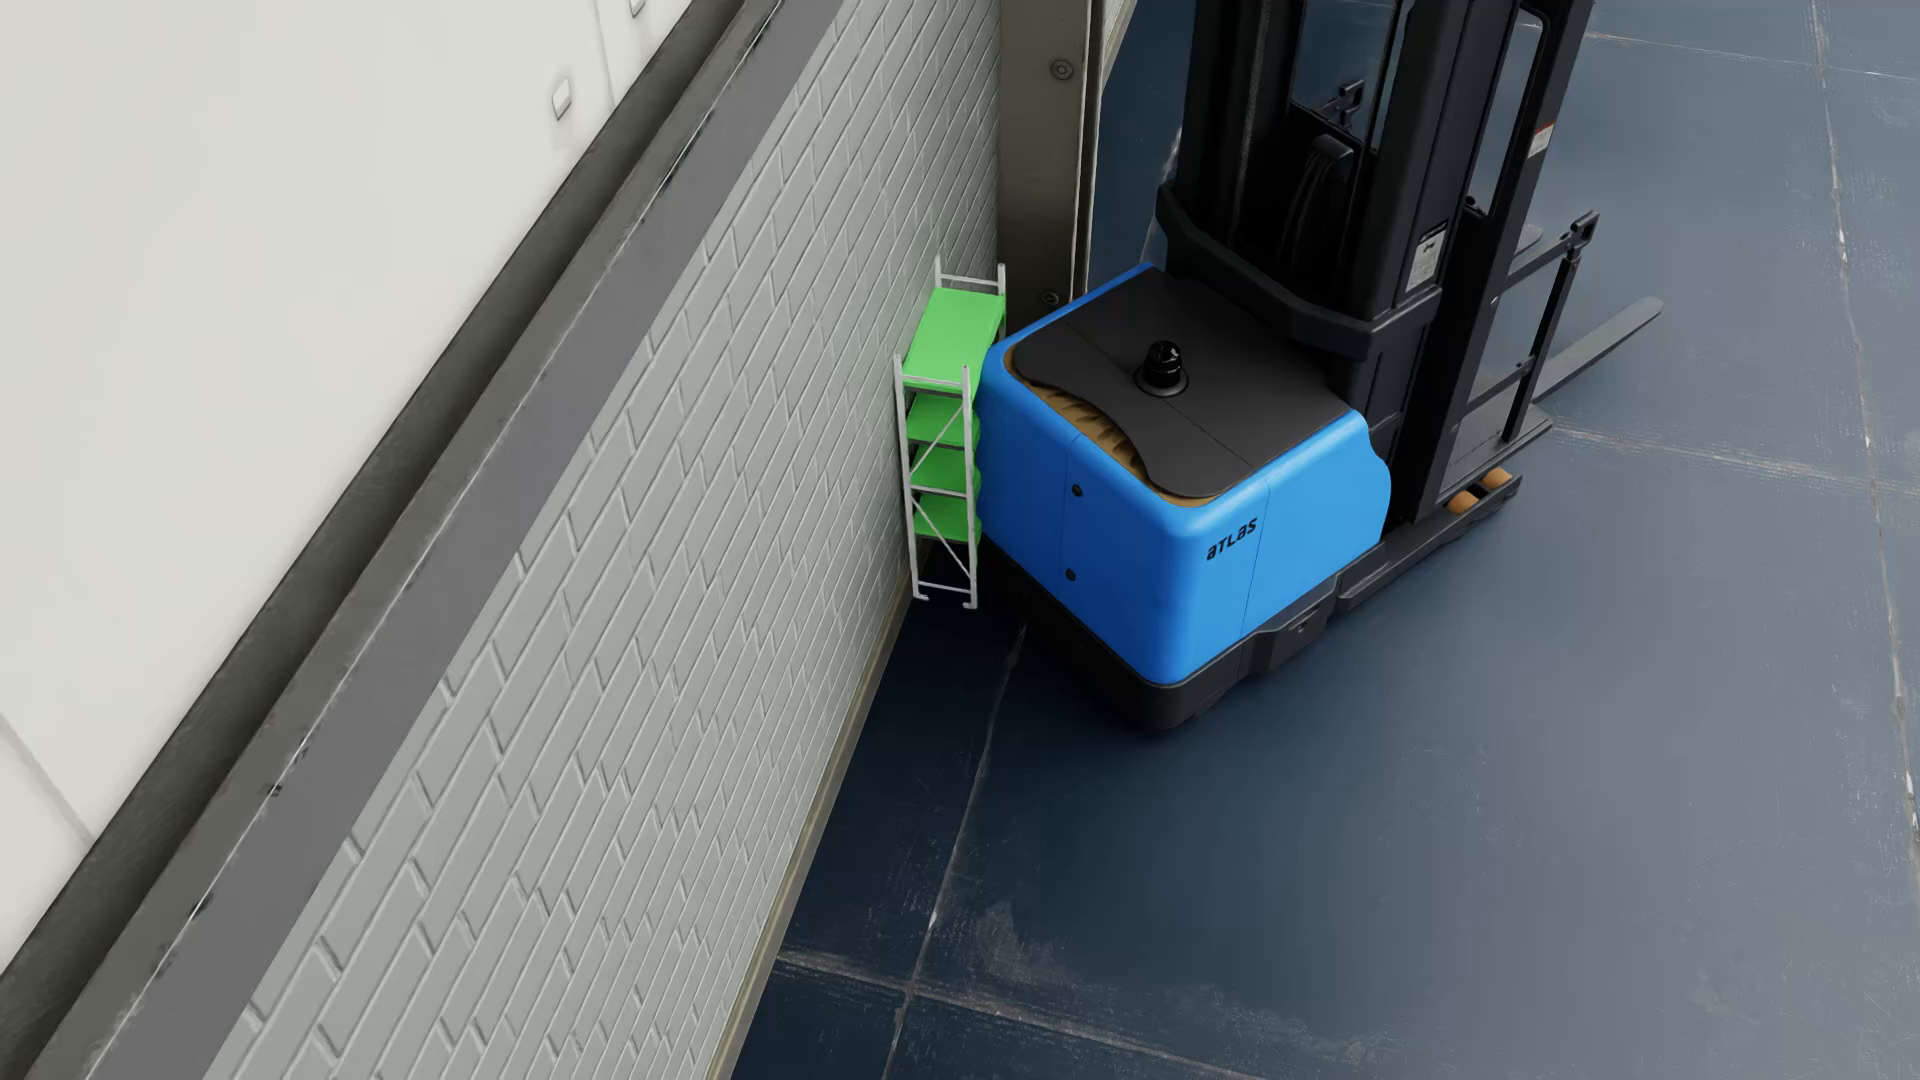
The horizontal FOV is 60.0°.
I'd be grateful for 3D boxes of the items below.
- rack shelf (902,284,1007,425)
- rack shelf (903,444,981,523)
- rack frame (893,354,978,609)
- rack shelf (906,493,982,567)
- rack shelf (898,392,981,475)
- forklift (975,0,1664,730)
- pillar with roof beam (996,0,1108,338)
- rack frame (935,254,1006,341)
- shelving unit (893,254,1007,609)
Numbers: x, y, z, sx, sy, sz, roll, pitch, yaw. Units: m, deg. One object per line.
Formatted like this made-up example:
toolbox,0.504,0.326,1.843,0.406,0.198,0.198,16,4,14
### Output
rack shelf,-0.025,-0.615,5.431,0.258,0.148,0.480,10,51,10
rack shelf,-0.011,-0.304,5.797,0.258,0.148,0.480,10,51,10
rack frame,-0.072,-0.164,5.597,0.240,1.200,0.015,10,51,10
rack shelf,-0.003,-0.149,5.980,0.258,0.148,0.480,10,51,10
rack shelf,-0.018,-0.460,5.614,0.258,0.148,0.480,10,51,10
forklift,1.499,-1.269,5.415,3.031,2.935,1.130,-31,56,-25
pillar with roof beam,4.489,-2.992,2.889,9.100,9.000,0.400,12,50,10
rack frame,0.047,-0.527,5.900,0.240,1.200,0.015,10,51,10
shelving unit,-0.013,-0.346,5.748,0.258,1.200,0.503,10,51,10
